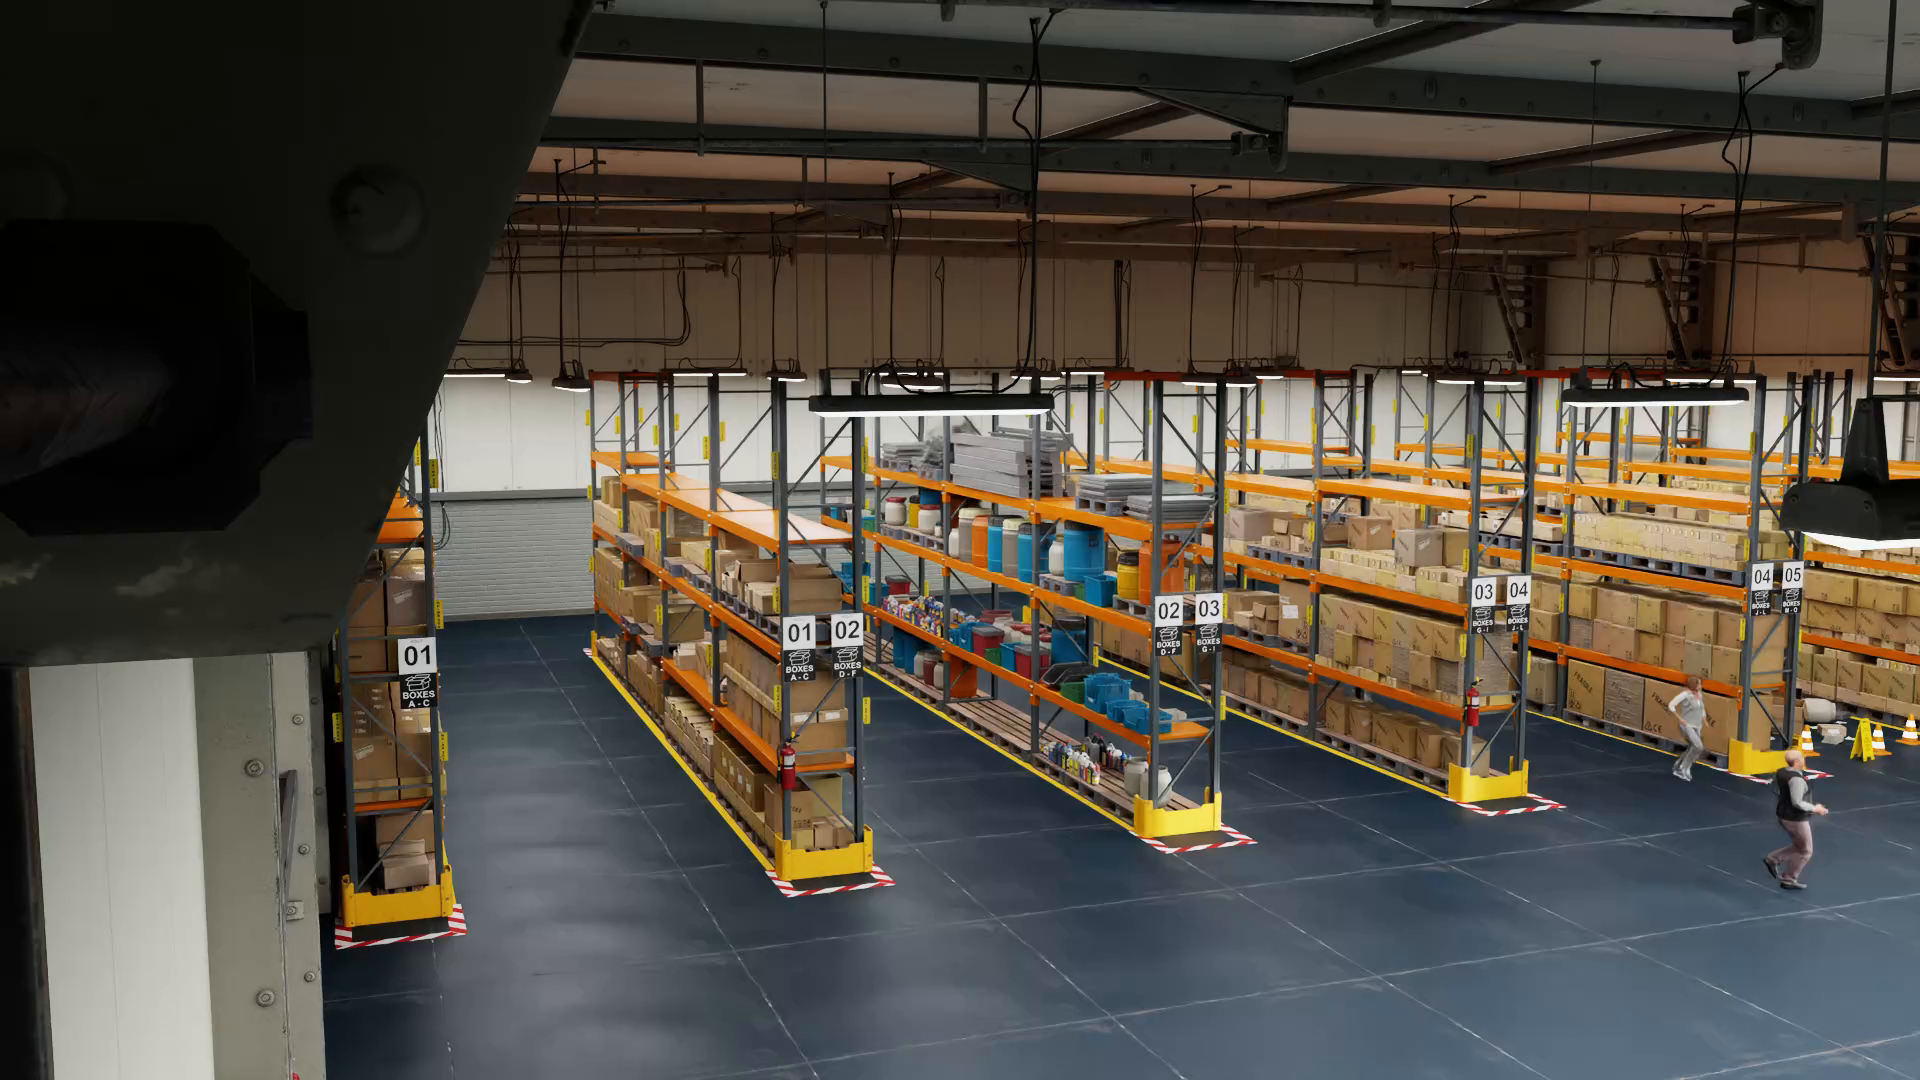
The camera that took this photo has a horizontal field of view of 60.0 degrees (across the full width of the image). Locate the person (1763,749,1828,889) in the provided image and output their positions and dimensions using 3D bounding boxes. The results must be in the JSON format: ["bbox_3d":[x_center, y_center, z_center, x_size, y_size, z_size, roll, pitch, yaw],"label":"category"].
[{"bbox_3d":[9.898,3.304,19.698,0.601,1.671,0.655,1,6,8],"label":"person"}]

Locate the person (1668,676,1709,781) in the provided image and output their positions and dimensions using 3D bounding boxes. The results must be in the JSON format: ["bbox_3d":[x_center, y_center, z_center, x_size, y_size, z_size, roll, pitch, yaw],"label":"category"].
[{"bbox_3d":[10.857,2.799,24.686,0.554,1.557,0.577,-3,7,-27],"label":"person"}]

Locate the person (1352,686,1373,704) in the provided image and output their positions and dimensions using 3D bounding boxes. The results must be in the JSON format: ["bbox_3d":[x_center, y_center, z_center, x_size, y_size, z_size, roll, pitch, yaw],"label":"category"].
[{"bbox_3d":[7.440,2.114,30.401,0.533,1.716,0.733,-5,8,-35],"label":"person"}]

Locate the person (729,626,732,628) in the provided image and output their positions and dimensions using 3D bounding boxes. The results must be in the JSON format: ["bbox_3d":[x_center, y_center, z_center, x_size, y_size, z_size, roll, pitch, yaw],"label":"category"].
[{"bbox_3d":[-4.452,1.749,33.453,0.632,1.719,0.950,-4,7,-30],"label":"person"}]
